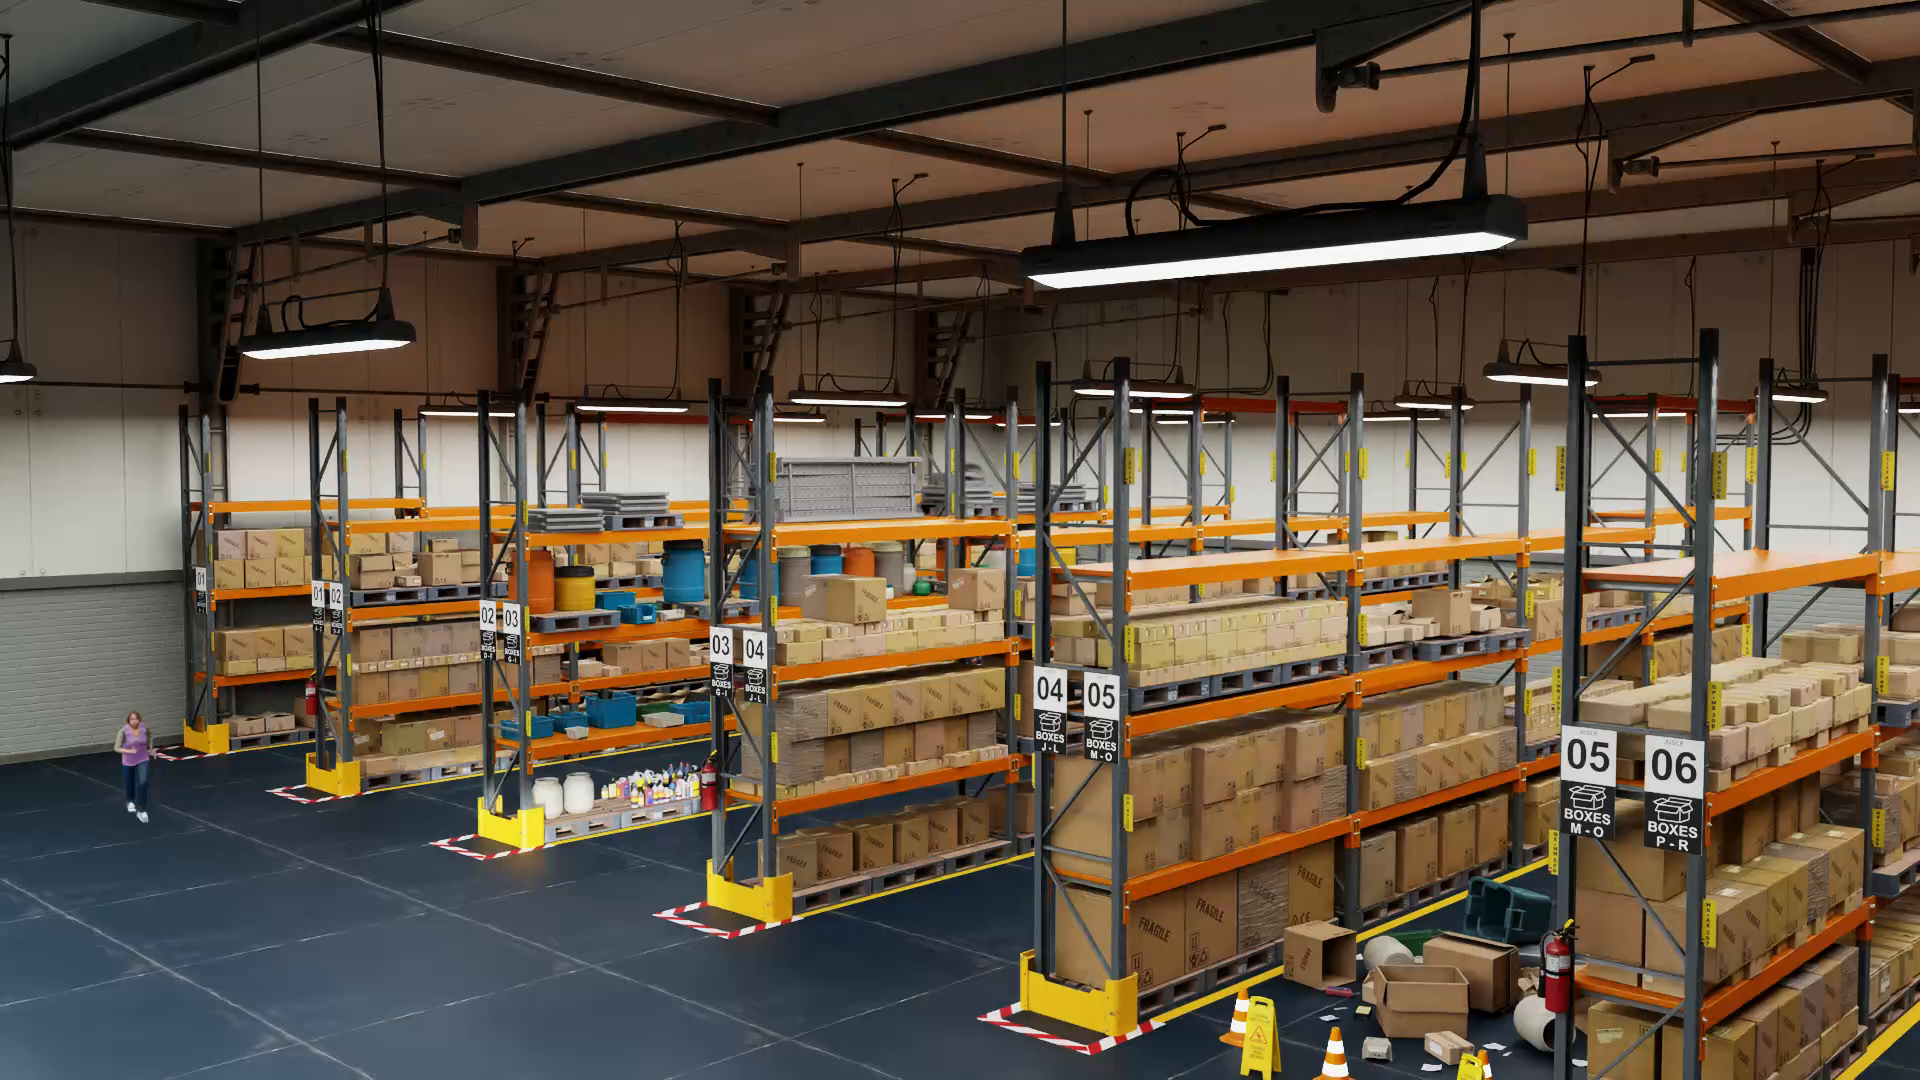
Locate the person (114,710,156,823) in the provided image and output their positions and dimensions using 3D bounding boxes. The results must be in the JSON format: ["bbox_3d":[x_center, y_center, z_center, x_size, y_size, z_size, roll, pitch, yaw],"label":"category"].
[{"bbox_3d":[-11.607,3.158,23.403,0.533,1.544,0.905,-2,3,-30],"label":"person"}]
